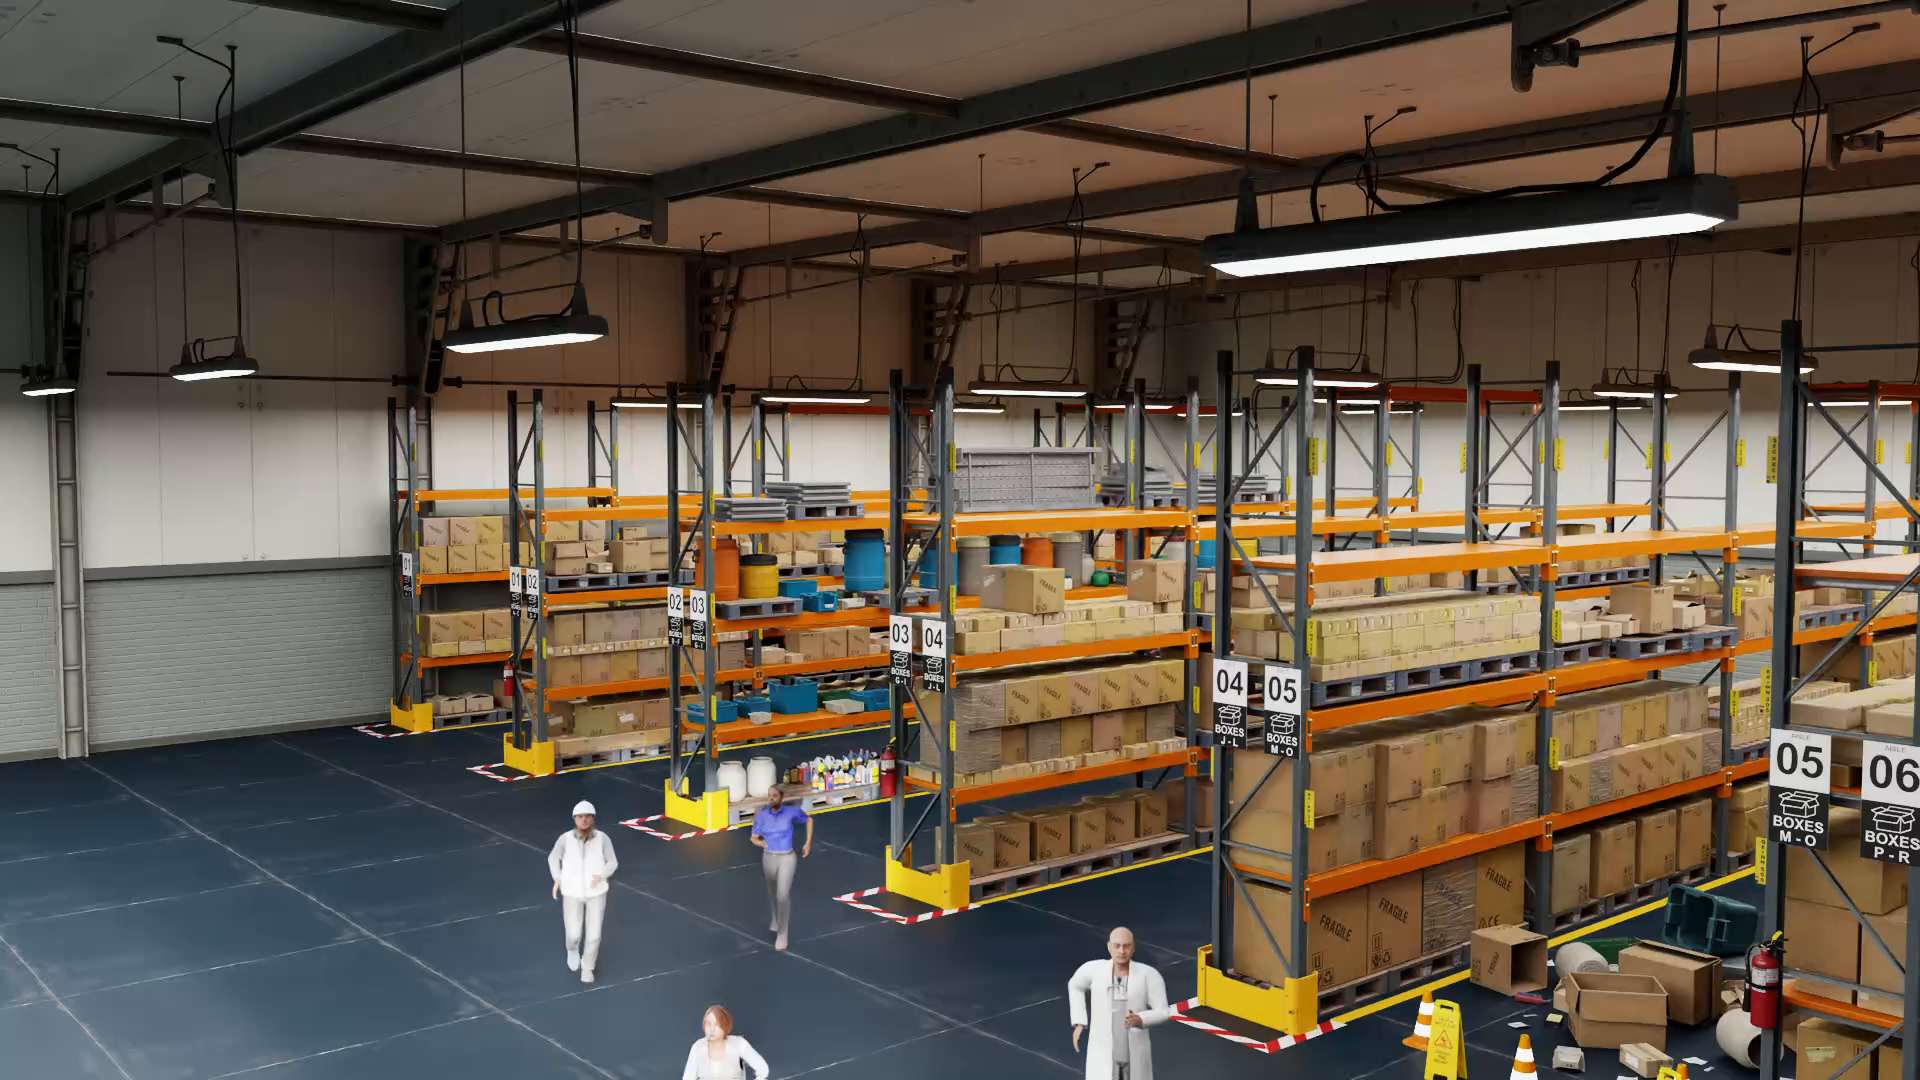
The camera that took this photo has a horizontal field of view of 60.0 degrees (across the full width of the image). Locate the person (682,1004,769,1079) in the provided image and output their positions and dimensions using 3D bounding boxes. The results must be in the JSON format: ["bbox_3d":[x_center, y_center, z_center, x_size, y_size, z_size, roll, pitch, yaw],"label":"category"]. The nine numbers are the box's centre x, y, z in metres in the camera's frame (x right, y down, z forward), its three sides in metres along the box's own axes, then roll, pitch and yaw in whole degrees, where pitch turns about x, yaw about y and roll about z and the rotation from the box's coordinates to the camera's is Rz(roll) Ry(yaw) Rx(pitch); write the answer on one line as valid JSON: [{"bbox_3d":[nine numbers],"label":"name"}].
[{"bbox_3d":[-1.527,3.765,10.776,0.561,1.564,0.608,0,3,2],"label":"person"}]

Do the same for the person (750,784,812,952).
[{"bbox_3d":[-1.843,3.350,17.139,0.585,1.681,0.878,1,3,9],"label":"person"}]

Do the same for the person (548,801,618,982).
[{"bbox_3d":[-3.596,3.371,15.882,0.650,1.732,0.566,-1,3,-13],"label":"person"}]

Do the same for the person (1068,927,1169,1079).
[{"bbox_3d":[1.103,3.599,11.542,0.672,1.848,0.855,0,3,0],"label":"person"}]
